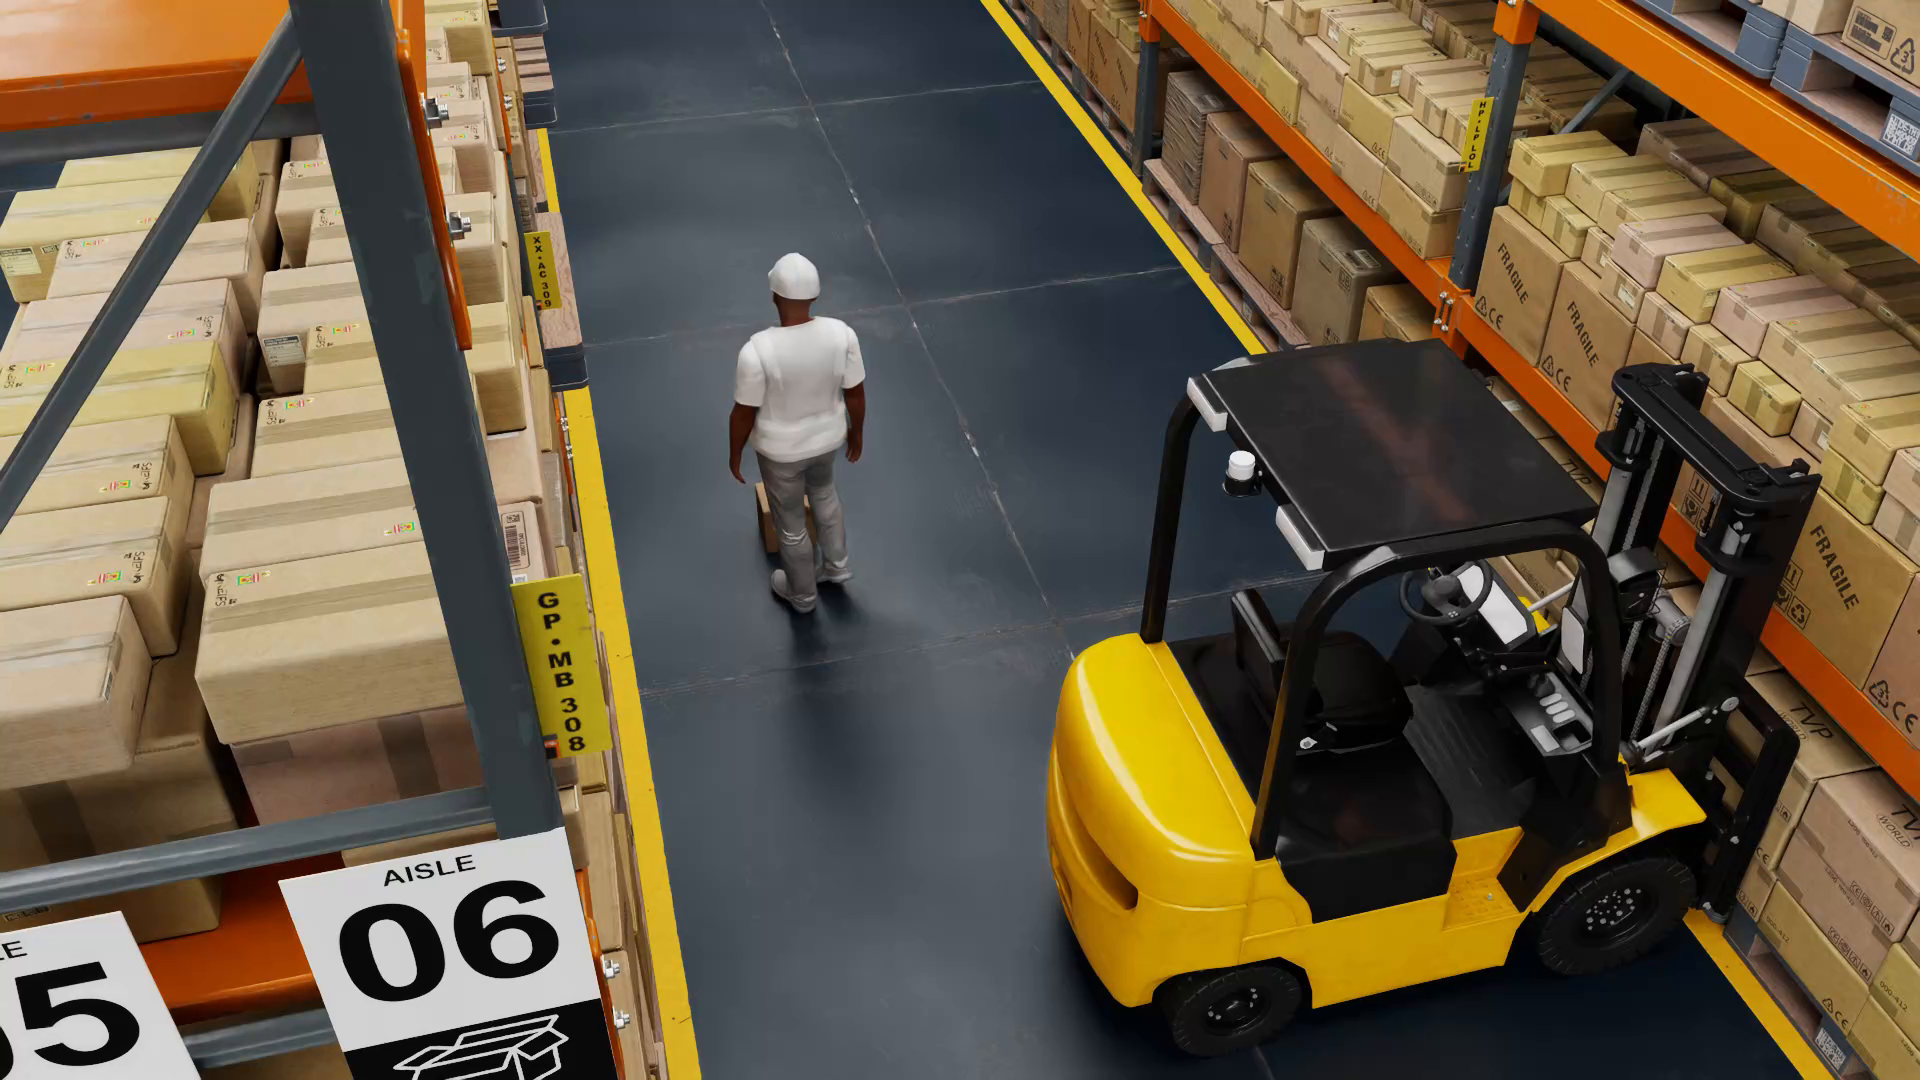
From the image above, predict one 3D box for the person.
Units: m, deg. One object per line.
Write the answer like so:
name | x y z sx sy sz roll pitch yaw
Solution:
person | -0.716 -0.434 7.255 0.563 1.762 0.368 -10 39 -12
